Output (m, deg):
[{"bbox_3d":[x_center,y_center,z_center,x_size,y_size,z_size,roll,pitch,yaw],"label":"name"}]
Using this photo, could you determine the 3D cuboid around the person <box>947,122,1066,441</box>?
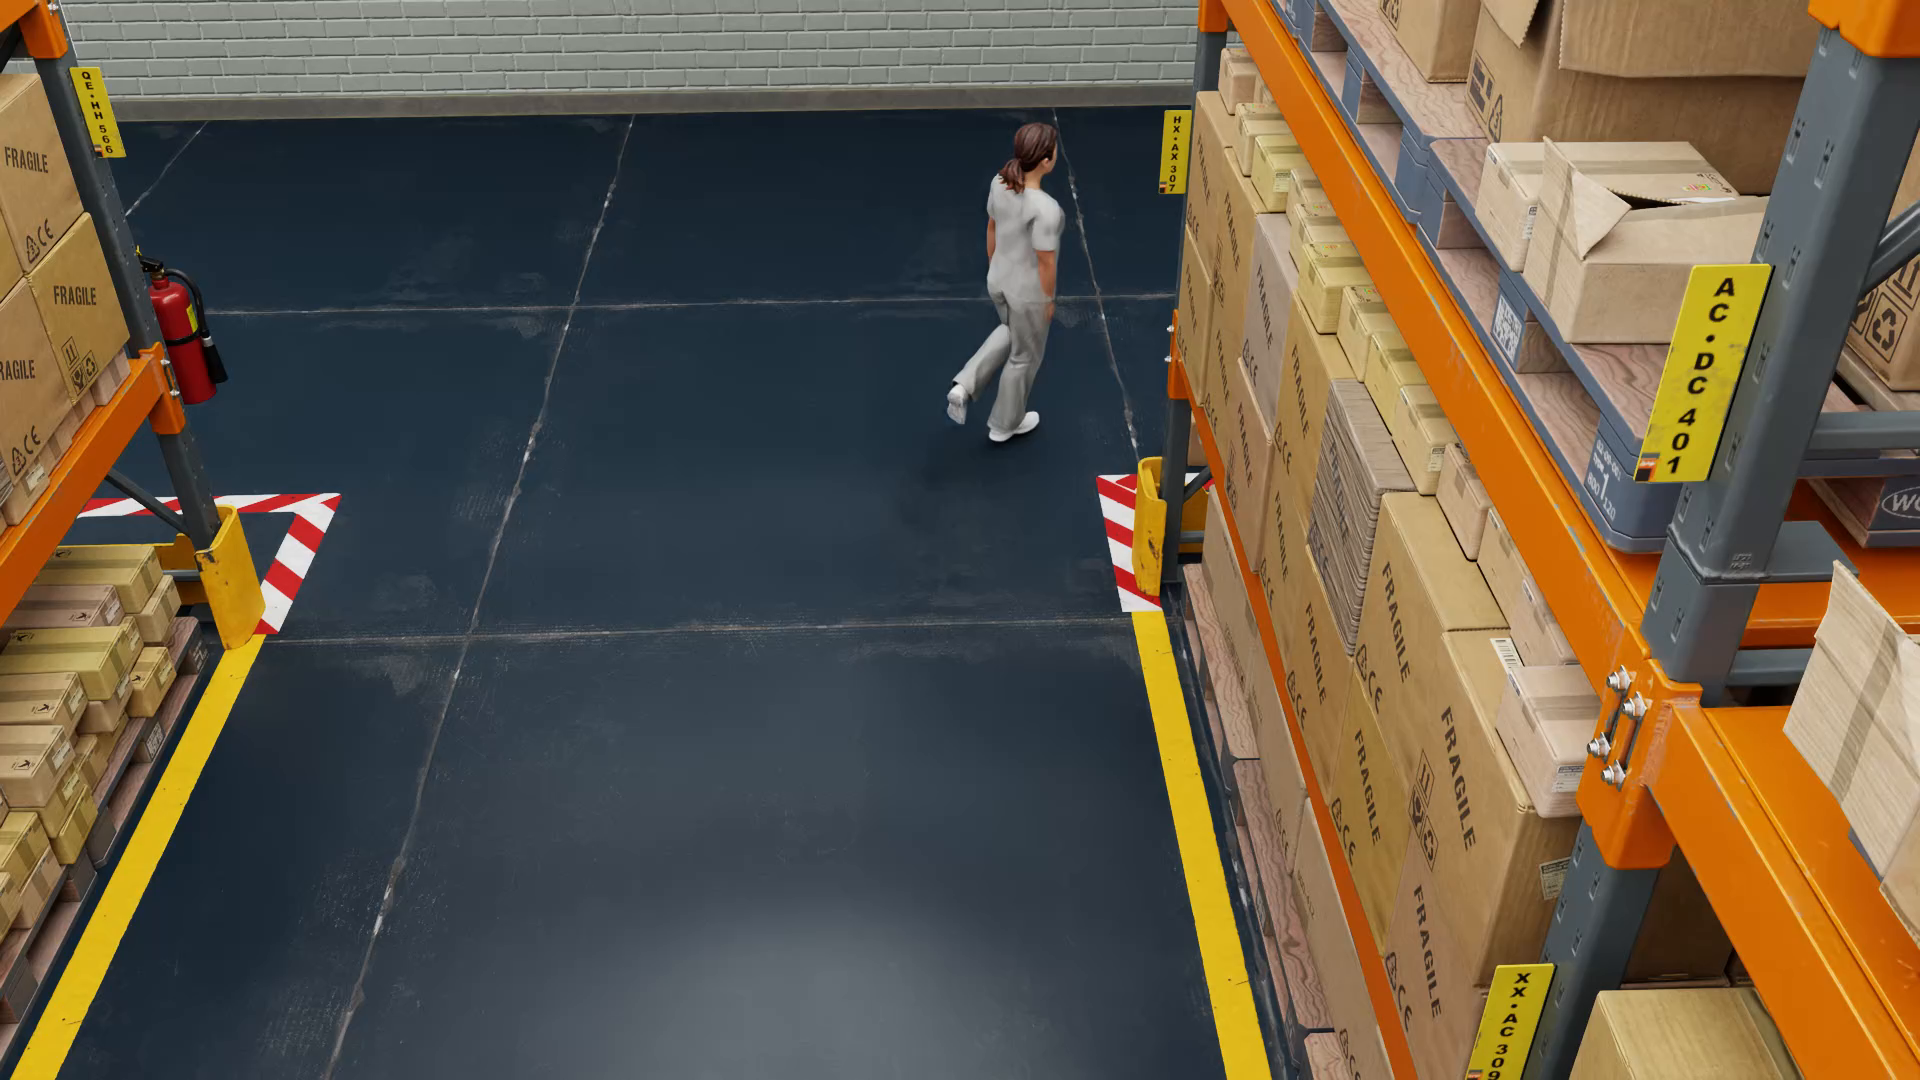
[{"bbox_3d":[0.251,-1.162,7.747,0.509,1.656,0.532,-25,42,-31],"label":"person"}]
